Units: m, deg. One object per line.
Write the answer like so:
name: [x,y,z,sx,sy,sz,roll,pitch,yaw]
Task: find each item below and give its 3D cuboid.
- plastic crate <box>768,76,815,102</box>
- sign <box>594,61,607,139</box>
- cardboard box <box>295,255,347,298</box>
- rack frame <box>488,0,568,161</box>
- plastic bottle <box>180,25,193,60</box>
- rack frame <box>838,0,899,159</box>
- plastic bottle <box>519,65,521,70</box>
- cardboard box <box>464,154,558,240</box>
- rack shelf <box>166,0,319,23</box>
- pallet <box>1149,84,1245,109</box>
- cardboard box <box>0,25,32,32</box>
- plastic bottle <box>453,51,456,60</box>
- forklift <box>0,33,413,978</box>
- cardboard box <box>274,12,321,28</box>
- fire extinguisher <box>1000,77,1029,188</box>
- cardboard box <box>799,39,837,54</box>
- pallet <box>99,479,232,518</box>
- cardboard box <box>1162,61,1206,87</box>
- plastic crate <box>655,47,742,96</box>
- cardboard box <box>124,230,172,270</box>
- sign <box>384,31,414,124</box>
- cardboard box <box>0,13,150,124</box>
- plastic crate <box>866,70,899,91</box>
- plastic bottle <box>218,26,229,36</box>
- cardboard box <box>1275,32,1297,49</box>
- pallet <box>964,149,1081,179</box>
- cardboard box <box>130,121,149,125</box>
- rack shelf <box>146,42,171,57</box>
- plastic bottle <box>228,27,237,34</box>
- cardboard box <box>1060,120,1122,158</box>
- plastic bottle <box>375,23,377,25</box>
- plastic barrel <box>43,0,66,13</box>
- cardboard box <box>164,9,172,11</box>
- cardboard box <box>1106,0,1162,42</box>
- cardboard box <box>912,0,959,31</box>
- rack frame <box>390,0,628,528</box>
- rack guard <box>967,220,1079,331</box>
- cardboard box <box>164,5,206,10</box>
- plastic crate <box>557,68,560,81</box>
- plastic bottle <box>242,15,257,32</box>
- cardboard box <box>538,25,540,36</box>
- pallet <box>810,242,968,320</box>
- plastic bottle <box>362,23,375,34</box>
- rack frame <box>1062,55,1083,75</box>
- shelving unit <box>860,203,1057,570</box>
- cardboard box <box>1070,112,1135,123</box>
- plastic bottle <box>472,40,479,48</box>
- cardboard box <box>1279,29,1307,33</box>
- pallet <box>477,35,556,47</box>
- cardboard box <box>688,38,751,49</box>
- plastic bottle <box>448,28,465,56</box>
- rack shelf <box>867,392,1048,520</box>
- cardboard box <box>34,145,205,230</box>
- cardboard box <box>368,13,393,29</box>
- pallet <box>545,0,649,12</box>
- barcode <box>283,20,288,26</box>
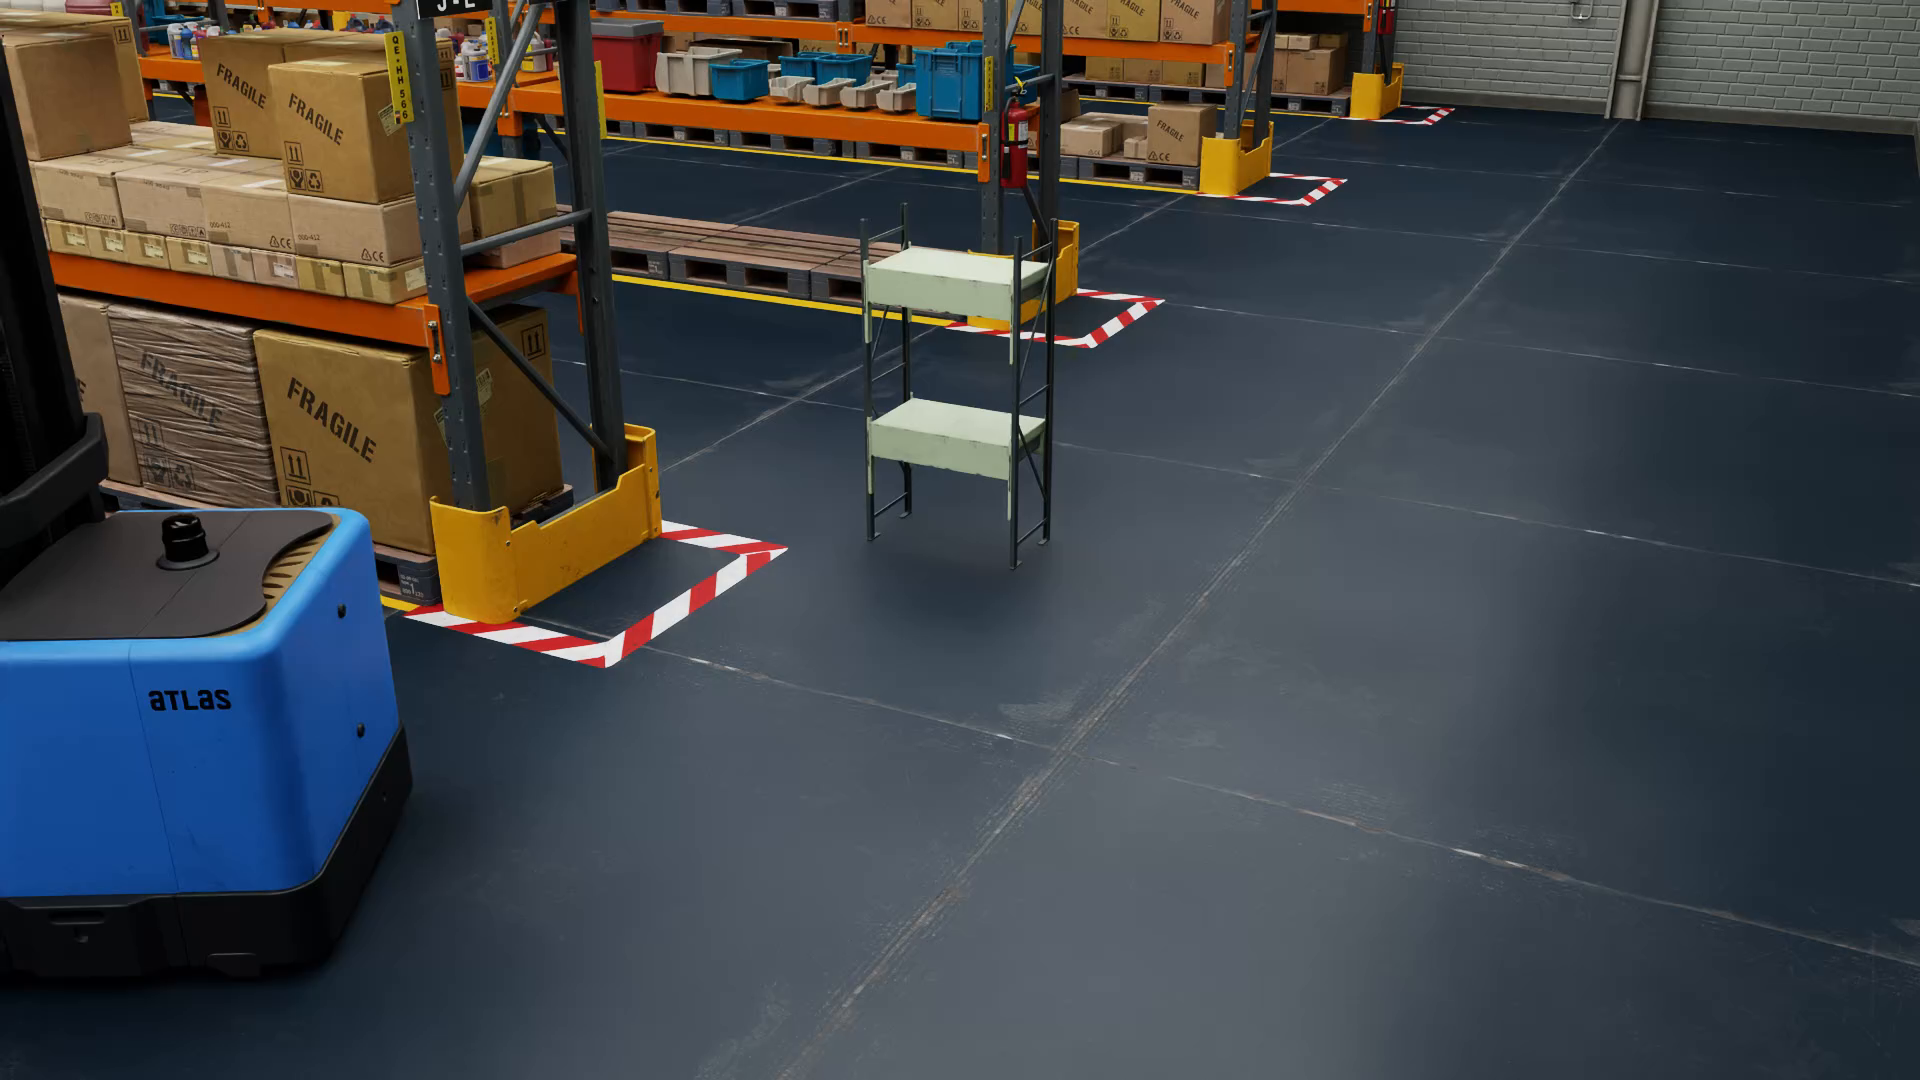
plastic crate: [-1.176,-3.117,11.506,0.250,0.136,0.298,11,25,25]
sign: [-1.562,-1.885,7.141,0.005,0.325,0.100,11,25,25]
cardboard box: [-2.517,-1.135,6.906,0.250,0.149,0.380,11,26,25]
rack frame: [-3.152,-3.693,12.601,0.127,3.000,1.000,11,25,25]
plastic bottle: [-6.391,-4.121,13.772,0.097,0.271,0.097,0,23,0]
rack frame: [-0.914,-5.423,16.668,0.127,3.000,1.000,11,25,25]
plastic bottle: [-3.517,-3.853,13.231,0.097,0.201,0.097,0,23,0]
cardboard box: [-2.124,-1.504,7.265,0.500,0.250,0.500,10,25,23]
rack shelf: [-9.838,-6.857,20.961,4.000,0.370,1.077,11,25,25]
pallet: [3.054,-5.493,20.398,1.213,0.211,1.003,11,25,25]
cardboard box: [-4.639,-2.113,7.739,0.500,0.500,0.500,11,25,25]
plastic bottle: [-3.877,-3.621,12.581,0.133,0.283,0.061,11,25,25]
forklift: [-3.342,-0.259,4.614,3.031,2.935,1.130,-1,23,-2]
cardboard box: [-8.326,-6.299,20.748,0.500,0.500,0.500,11,25,25]
fire extinguisher: [0.347,-2.594,10.593,0.183,0.674,0.296,11,25,25]
cardboard box: [-1.655,-6.888,22.324,0.750,0.750,0.750,11,25,24]
pallet: [-3.651,-0.304,8.194,1.213,0.211,1.003,11,25,25]
cardboard box: [2.843,-5.847,20.324,0.500,0.500,0.700,12,26,26]
plastic crate: [-1.873,-3.332,11.828,0.530,0.282,0.437,11,25,25]
cardboard box: [-3.428,-1.315,7.330,0.250,0.149,0.380,11,26,25]
sign: [-2.075,-1.712,6.160,0.005,0.325,0.100,11,25,25]
cardboard box: [-4.411,-2.299,8.175,0.500,0.500,0.500,11,26,25]
plastic crate: [-0.509,-3.257,11.836,0.298,0.136,0.250,11,25,25]
plastic bottle: [-5.970,-4.035,13.555,0.133,0.283,0.061,11,25,25]
cardboard box: [3.792,-5.881,19.574,0.250,0.149,0.380,12,26,26]
pallet: [0.791,-3.803,16.422,1.213,0.211,1.003,11,25,25]
cardboard box: [-4.412,-1.954,8.324,0.500,0.250,0.500,12,26,26]
rack shelf: [-8.507,-4.422,15.233,4.000,0.370,1.077,11,25,25]
plastic bottle: [-5.950,-4.060,13.630,0.097,0.271,0.097,0,23,0]
cardboard box: [1.225,-3.842,15.901,0.500,0.250,0.500,11,25,25]
plastic bottle: [-4.865,-4.165,13.861,0.133,0.283,0.061,11,25,25]
plastic barrel: [-7.737,-4.558,14.492,0.421,0.512,0.421,0,23,0]
cardboard box: [-10.346,-6.471,21.151,0.500,0.500,0.500,11,25,25]
cardboard box: [1.668,-4.837,15.162,0.500,0.500,0.500,11,26,25]
cardboard box: [-0.124,-5.194,16.003,0.500,0.500,0.500,12,26,25]
rack frame: [-1.818,-1.257,6.873,0.127,3.000,1.000,11,25,25]
rack guard: [0.445,-1.837,11.430,0.348,0.500,1.175,11,25,25]
cardboard box: [-10.111,-6.652,21.578,0.500,0.500,0.500,11,25,25]
plastic crate: [-2.802,-3.467,12.331,0.243,0.136,0.396,11,25,25]
plastic bottle: [-6.169,-4.423,14.467,0.133,0.283,0.061,11,25,25]
cardboard box: [-6.313,-7.548,24.725,0.250,0.166,0.380,8,24,18]
pallet: [-0.301,-1.863,11.861,1.213,0.211,1.003,11,25,25]
plastic bottle: [-4.892,-4.144,13.811,0.133,0.283,0.061,11,25,25]
rack frame: [1.318,-7.153,20.737,0.127,3.000,1.000,11,25,25]
shelving unit: [-0.006,-0.691,7.459,0.755,1.500,0.431,11,25,25]
cardboard box: [1.406,-4.025,16.333,0.500,0.250,0.500,11,25,25]
plastic bottle: [-3.898,-3.928,13.408,0.097,0.201,0.097,0,23,0]
cardboard box: [3.967,-6.014,19.887,0.250,0.149,0.380,11,26,25]
pallet: [-6.437,-7.389,24.855,1.213,0.211,1.003,11,25,25]
cardboard box: [-2.576,-5.255,17.948,0.500,0.250,0.500,11,25,24]
plastic bottle: [-4.080,-4.010,13.496,0.133,0.283,0.061,11,25,25]
rack shelf: [-0.006,-0.391,7.587,0.720,0.370,0.431,11,25,25]
cardboard box: [-3.743,-1.588,7.462,0.500,0.250,0.500,11,26,25]
cardboard box: [-8.815,-8.084,25.799,0.500,0.311,0.500,8,24,19]
pallet: [-3.847,-5.945,18.142,1.003,0.211,1.213,11,25,25]
barcode: [-8.014,-6.139,19.757,0.075,0.075,0.001,11,25,25]
